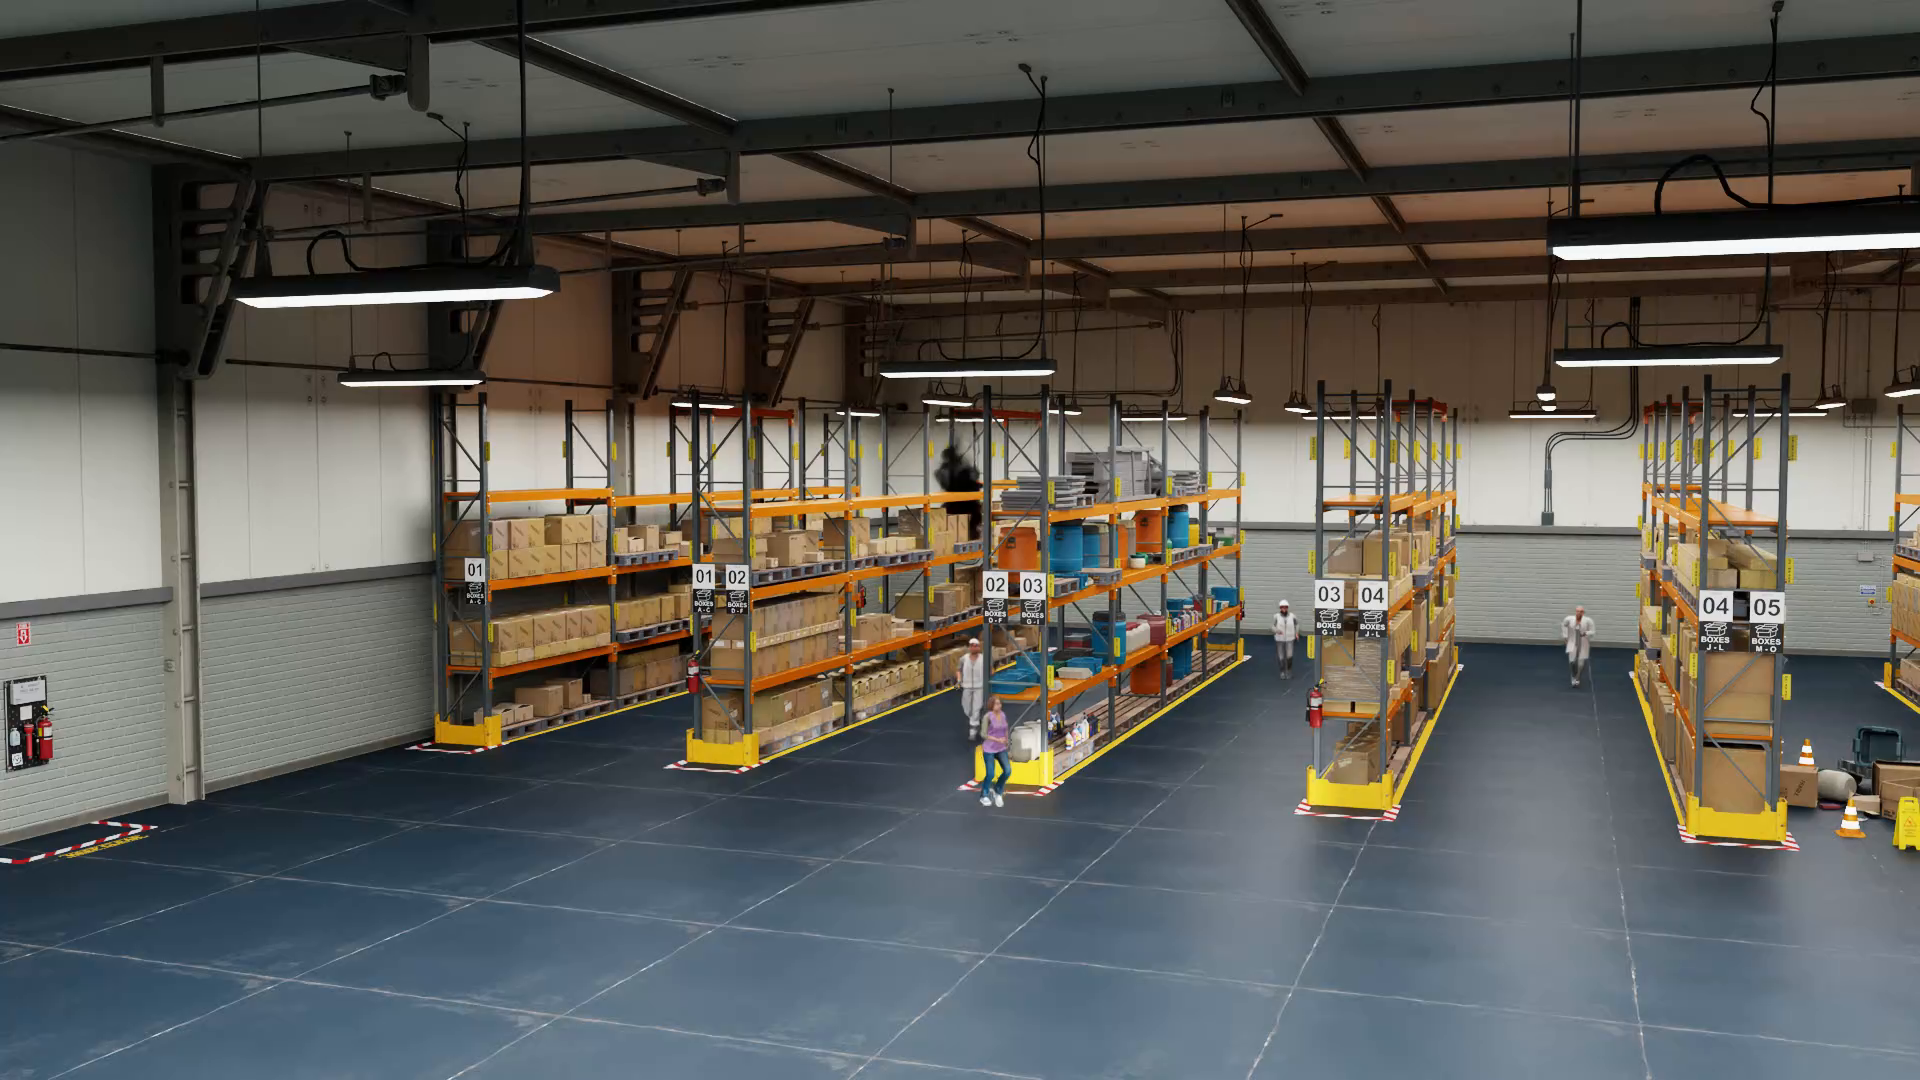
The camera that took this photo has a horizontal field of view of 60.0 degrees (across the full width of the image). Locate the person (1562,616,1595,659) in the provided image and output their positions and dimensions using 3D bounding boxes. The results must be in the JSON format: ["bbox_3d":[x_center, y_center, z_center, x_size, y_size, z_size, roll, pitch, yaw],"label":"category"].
[{"bbox_3d":[13.067,2.052,35.136,0.660,0.928,0.491,1,3,19],"label":"person"}]

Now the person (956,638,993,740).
[{"bbox_3d":[0.256,2.478,29.026,0.626,1.530,0.697,0,3,8],"label":"person"}]

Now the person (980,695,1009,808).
[{"bbox_3d":[0.523,2.968,23.293,0.559,1.589,0.637,-2,4,-33],"label":"person"}]

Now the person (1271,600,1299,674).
[{"bbox_3d":[7.108,2.138,36.365,0.625,1.662,0.665,1,3,10],"label":"person"}]
